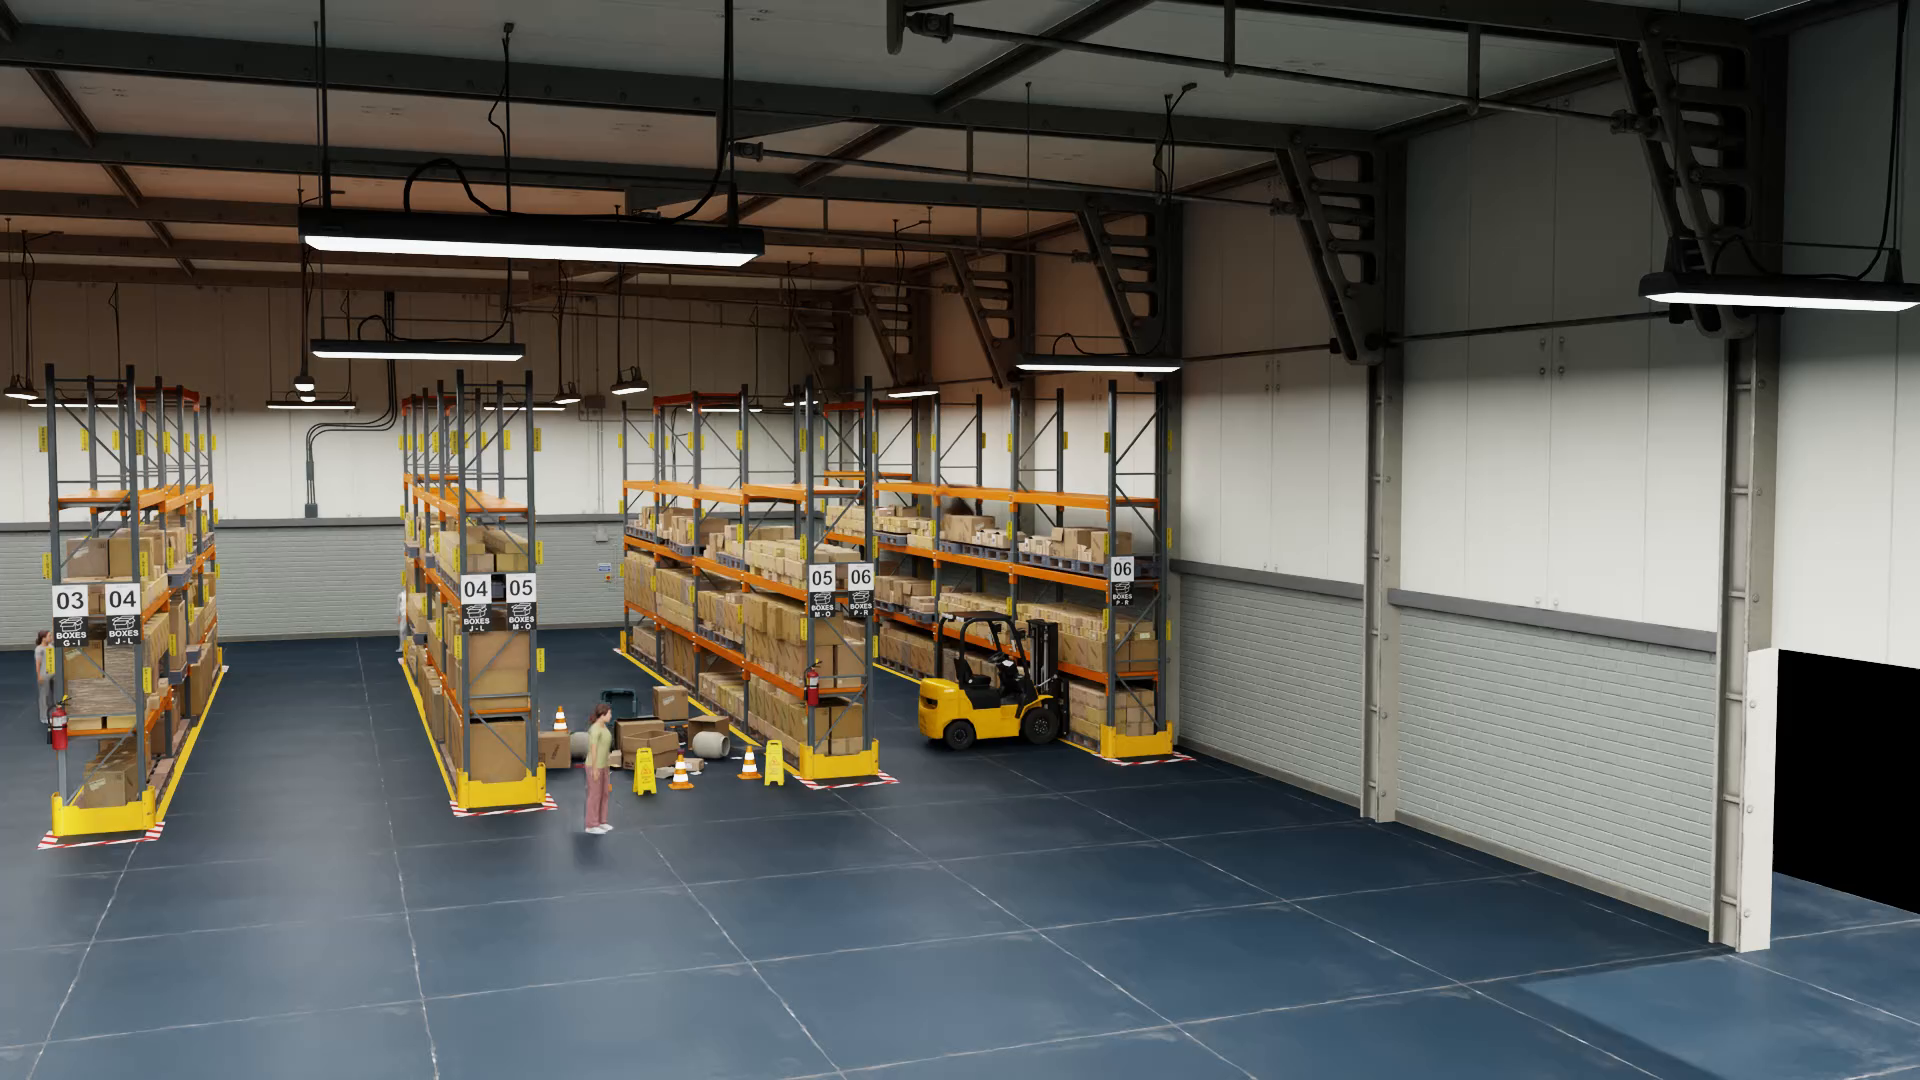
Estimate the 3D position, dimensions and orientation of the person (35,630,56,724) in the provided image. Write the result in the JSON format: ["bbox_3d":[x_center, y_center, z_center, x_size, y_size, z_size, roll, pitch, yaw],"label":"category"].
[{"bbox_3d":[-16.291,2.447,29.733,0.410,1.703,0.526,2,4,25],"label":"person"}]

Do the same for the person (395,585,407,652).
[{"bbox_3d":[-13.209,1.808,39.913,0.609,1.733,0.998,0,3,8],"label":"person"}]

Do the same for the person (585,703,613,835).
[{"bbox_3d":[-4.643,2.924,21.337,0.360,1.683,0.486,0,3,5],"label":"person"}]
